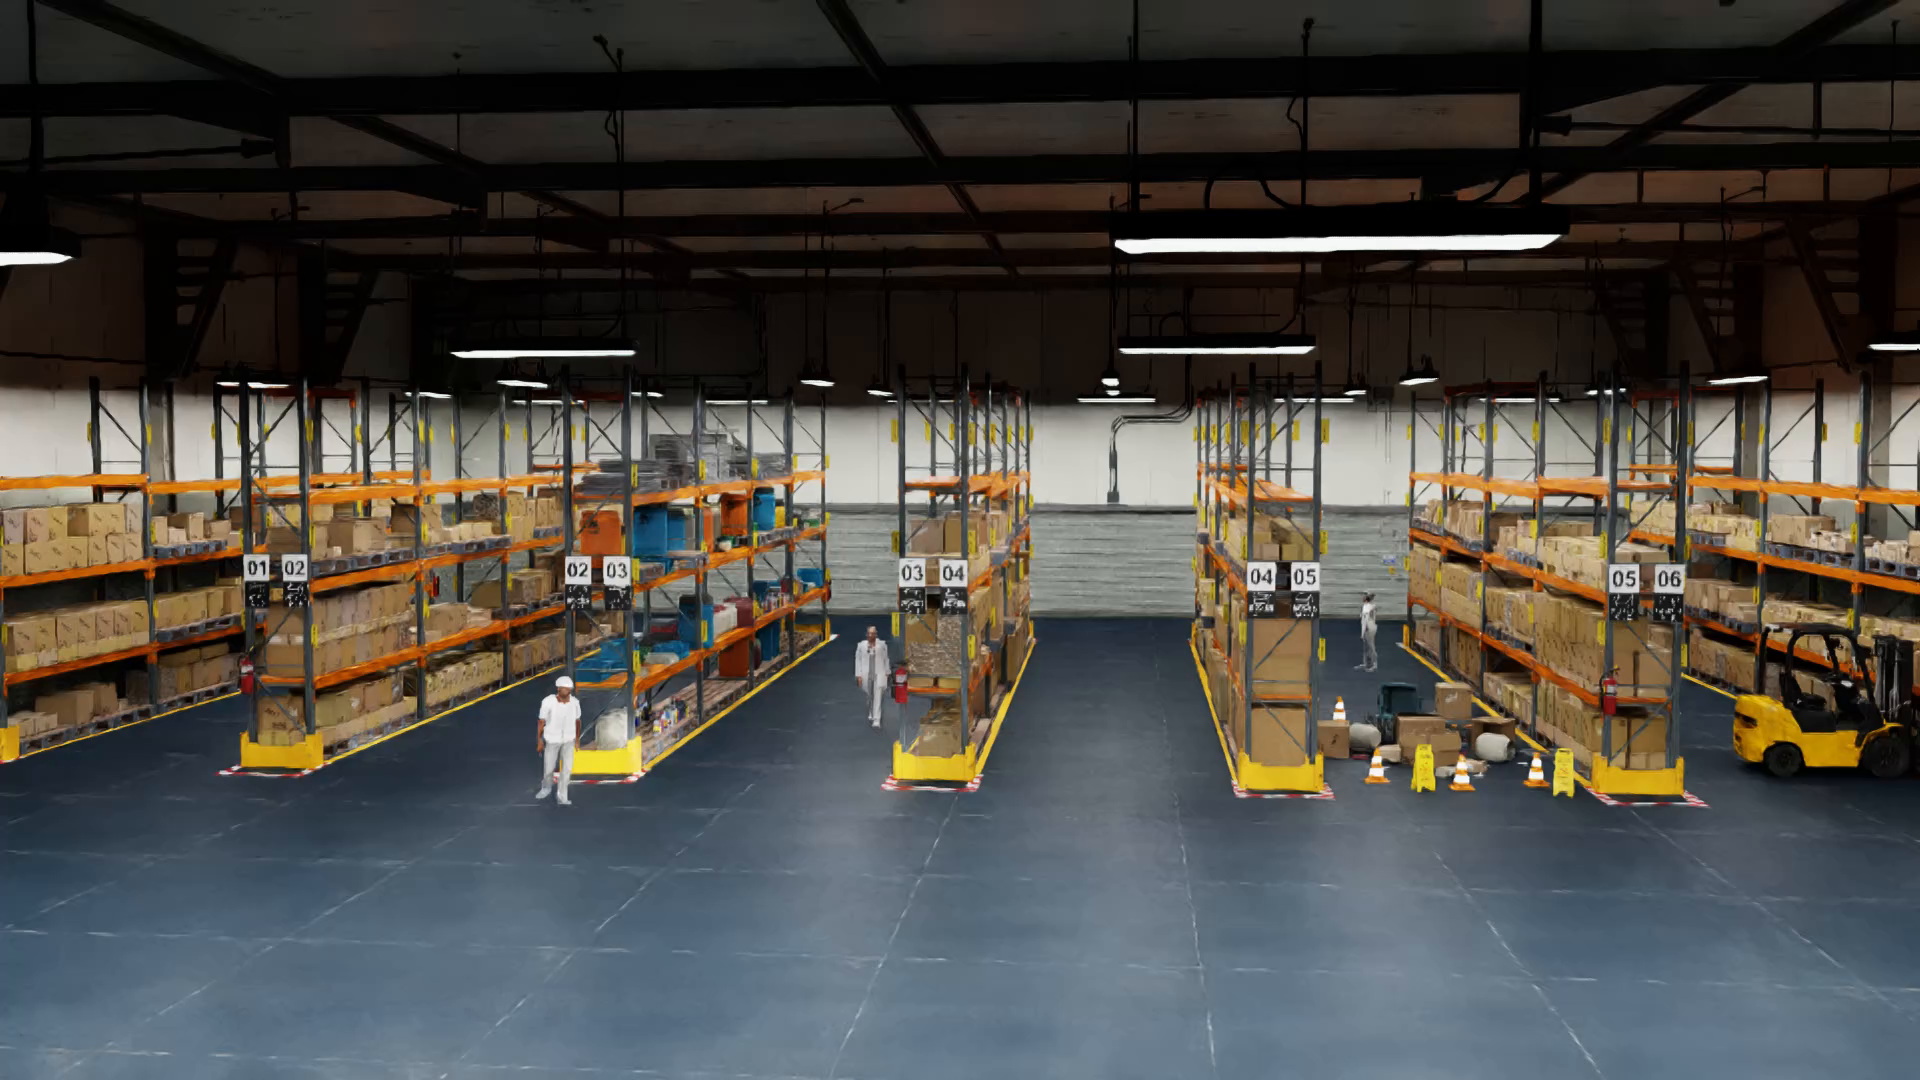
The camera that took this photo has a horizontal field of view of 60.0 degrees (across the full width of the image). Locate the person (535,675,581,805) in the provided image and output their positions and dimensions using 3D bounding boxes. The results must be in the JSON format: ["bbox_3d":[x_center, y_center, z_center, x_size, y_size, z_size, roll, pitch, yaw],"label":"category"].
[{"bbox_3d":[-5.423,2.689,22.451,0.612,1.754,0.579,-2,4,-29],"label":"person"}]

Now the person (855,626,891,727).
[{"bbox_3d":[-1.506,2.309,28.450,0.598,1.698,1.194,1,4,8],"label":"person"}]

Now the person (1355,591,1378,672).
[{"bbox_3d":[8.563,1.911,34.981,0.550,1.663,0.585,2,4,26],"label":"person"}]
